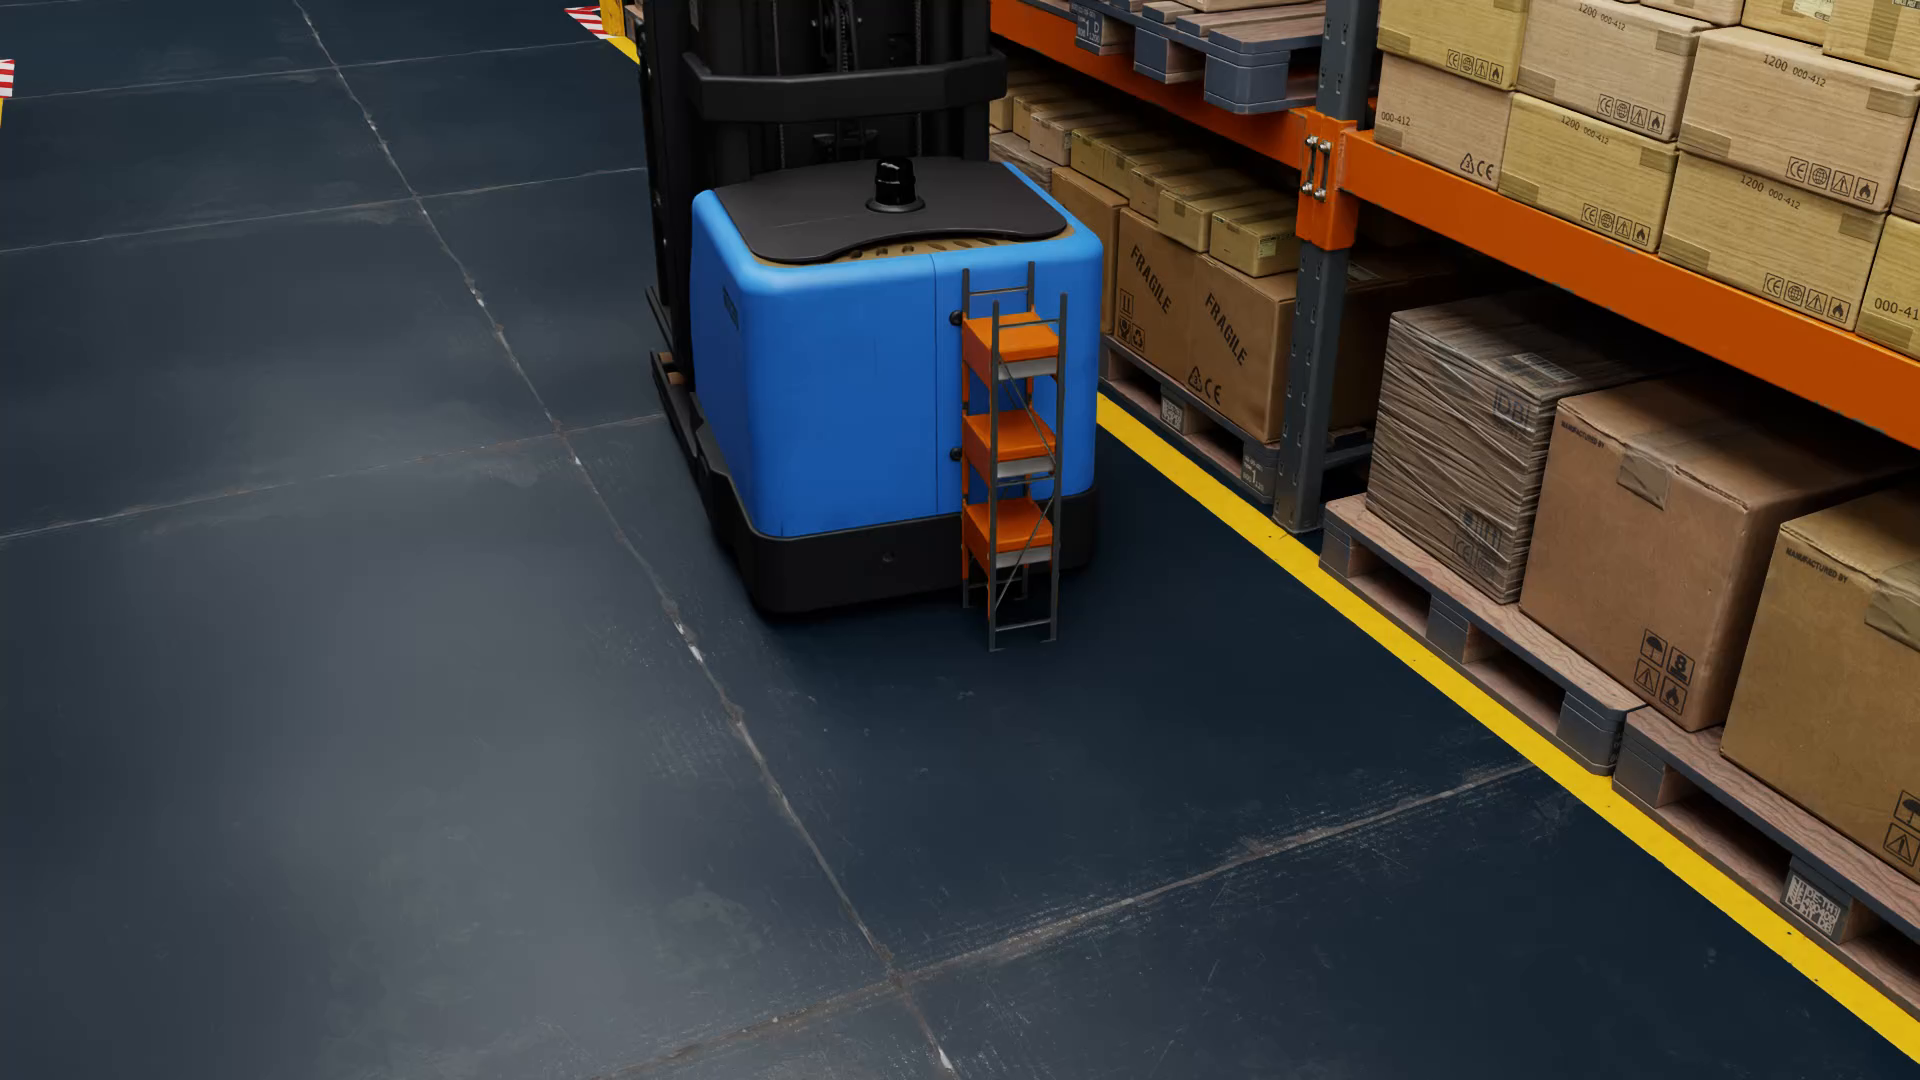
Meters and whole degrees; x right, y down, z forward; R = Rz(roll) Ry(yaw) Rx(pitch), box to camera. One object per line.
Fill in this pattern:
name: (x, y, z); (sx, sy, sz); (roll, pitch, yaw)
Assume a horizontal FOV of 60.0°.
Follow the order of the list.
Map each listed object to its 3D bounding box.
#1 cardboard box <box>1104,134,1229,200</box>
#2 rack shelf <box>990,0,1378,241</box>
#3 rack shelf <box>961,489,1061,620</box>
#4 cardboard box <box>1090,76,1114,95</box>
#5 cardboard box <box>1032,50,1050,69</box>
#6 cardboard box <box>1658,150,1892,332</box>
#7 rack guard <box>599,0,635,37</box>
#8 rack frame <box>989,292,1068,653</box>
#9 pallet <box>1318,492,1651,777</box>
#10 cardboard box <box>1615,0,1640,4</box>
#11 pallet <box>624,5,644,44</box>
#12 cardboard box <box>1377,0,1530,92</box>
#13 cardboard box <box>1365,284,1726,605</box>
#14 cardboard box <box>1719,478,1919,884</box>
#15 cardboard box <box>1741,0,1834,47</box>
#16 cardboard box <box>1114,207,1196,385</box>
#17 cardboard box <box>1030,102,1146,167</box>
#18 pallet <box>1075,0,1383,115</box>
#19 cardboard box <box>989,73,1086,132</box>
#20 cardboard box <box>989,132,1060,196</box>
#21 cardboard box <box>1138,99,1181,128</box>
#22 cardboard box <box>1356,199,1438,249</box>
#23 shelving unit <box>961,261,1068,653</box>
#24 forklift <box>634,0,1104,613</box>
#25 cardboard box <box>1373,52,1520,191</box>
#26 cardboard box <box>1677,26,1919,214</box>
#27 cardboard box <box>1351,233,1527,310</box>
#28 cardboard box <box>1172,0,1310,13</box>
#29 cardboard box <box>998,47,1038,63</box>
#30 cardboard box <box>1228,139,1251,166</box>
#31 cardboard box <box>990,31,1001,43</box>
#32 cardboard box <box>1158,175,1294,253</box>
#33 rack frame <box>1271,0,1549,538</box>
cardboard box: (0.750, -1.355, 6.062); (0.380, 0.149, 0.250); (-12, 31, -21)
rack shelf: (0.623, -2.018, 6.517); (1.077, 0.370, 4.000); (-13, 32, -22)
rack shelf: (0.140, 0.039, 4.697); (0.215, 0.259, 0.240); (-9, 30, -15)
cardboard box: (0.777, -1.926, 7.081); (0.380, 0.149, 0.250); (-13, 32, -21)
cardboard box: (0.546, -2.161, 7.500); (0.380, 0.149, 0.250); (-15, 32, -24)
cardboard box: (1.890, -0.686, 3.560); (0.500, 0.250, 0.500); (-14, 32, -24)
rack guard: (-1.920, -3.858, 11.619); (1.175, 0.500, 0.348); (-13, 32, -22)
rack frame: (0.177, -0.156, 4.455); (0.200, 1.050, 0.008); (-9, 30, -15)
pallet: (1.800, 0.140, 4.785); (1.003, 0.211, 1.213); (-13, 32, -22)
cardboard box: (1.601, -1.346, 3.819); (0.380, 0.149, 0.250); (-12, 32, -21)
pallet: (-1.577, -3.380, 11.062); (1.003, 0.211, 1.213); (-13, 32, -22)
cardboard box: (1.429, -1.348, 4.230); (0.500, 0.250, 0.500); (-13, 32, -22)
cardboard box: (1.737, -0.317, 4.747); (0.875, 0.625, 0.625); (-12, 31, -20)
cardboard box: (2.314, 0.267, 3.705); (0.875, 0.625, 0.625); (-14, 32, -24)
cardboard box: (1.860, -1.129, 3.431); (0.380, 0.149, 0.250); (-13, 32, -21)
cardboard box: (0.900, -0.906, 5.925); (0.500, 0.500, 0.500); (-14, 32, -23)
cardboard box: (0.497, -1.581, 6.465); (0.380, 0.149, 0.250); (-15, 32, -24)
pallet: (1.127, -1.649, 5.320); (1.213, 0.211, 1.003); (-13, 32, -22)
cardboard box: (0.295, -1.813, 6.879); (0.380, 0.149, 0.250); (-12, 31, -20)
cardboard box: (0.433, -1.362, 6.739); (0.500, 0.500, 0.500); (-14, 32, -24)
cardboard box: (0.936, -1.680, 6.642); (0.380, 0.149, 0.250); (-13, 32, -22)
cardboard box: (1.539, -1.120, 5.643); (0.380, 0.149, 0.250); (-11, 31, -19)
shelving unit: (0.140, -0.213, 4.556); (0.215, 1.050, 0.252); (-9, 30, -15)
forklift: (-0.518, -1.777, 5.422); (1.130, 2.935, 3.031); (-9, 30, -15)
cardboard box: (1.451, -1.135, 4.361); (0.500, 0.250, 0.500); (-13, 32, -22)
cardboard box: (1.874, -0.897, 3.425); (0.500, 0.250, 0.500); (-14, 32, -23)
cardboard box: (1.554, -0.786, 5.711); (0.500, 0.500, 0.500); (-12, 31, -20)
cardboard box: (0.853, -1.731, 5.098); (0.380, 0.149, 0.250); (-12, 32, -21)
cardboard box: (0.117, -2.041, 7.287); (0.380, 0.149, 0.250); (-14, 32, -23)
cardboard box: (1.237, -1.475, 6.277); (0.380, 0.149, 0.250); (-15, 32, -24)
cardboard box: (0.300, -2.374, 7.880); (0.380, 0.149, 0.250); (-13, 32, -22)
cardboard box: (0.895, -1.103, 5.613); (0.380, 0.149, 0.250); (-15, 33, -25)
rack frame: (1.481, -1.448, 4.766); (1.000, 3.000, 0.127); (-13, 32, -22)
